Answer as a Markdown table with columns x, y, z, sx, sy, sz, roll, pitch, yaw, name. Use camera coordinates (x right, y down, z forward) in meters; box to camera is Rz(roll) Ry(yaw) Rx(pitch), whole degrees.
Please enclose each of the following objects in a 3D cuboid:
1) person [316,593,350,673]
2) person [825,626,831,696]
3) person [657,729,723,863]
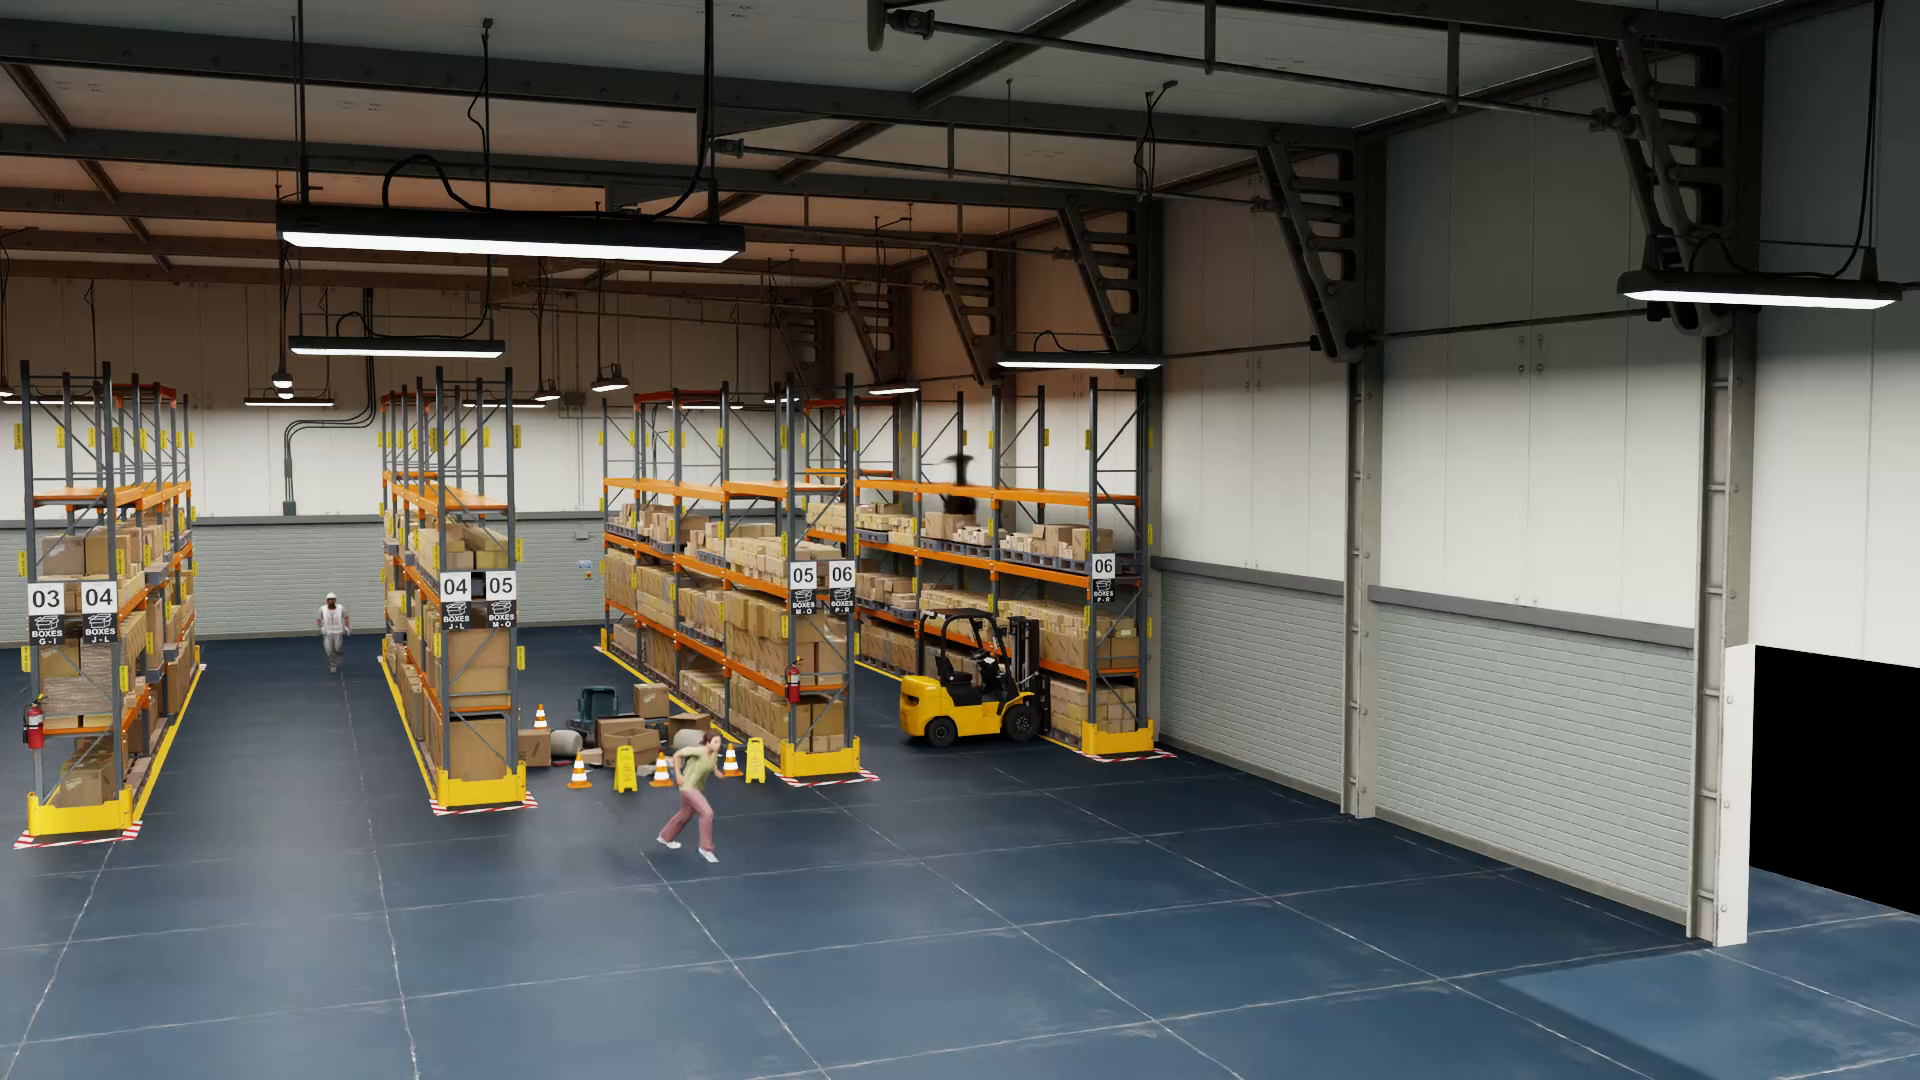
| x | y | z | sx | sy | sz | roll | pitch | yaw | name |
| --- | --- | --- | --- | --- | --- | --- | --- | --- | --- |
| -13.468 | 1.993 | 35.721 | 0.679 | 1.725 | 0.645 | -1 | 4 | -17 | person |
| -2.763 | 2.228 | 31.709 | 0.656 | 1.761 | 0.684 | -1 | 4 | -20 | person |
| -3.251 | 3.042 | 19.871 | 0.947 | 1.624 | 0.618 | 2 | 4 | 29 | person |
